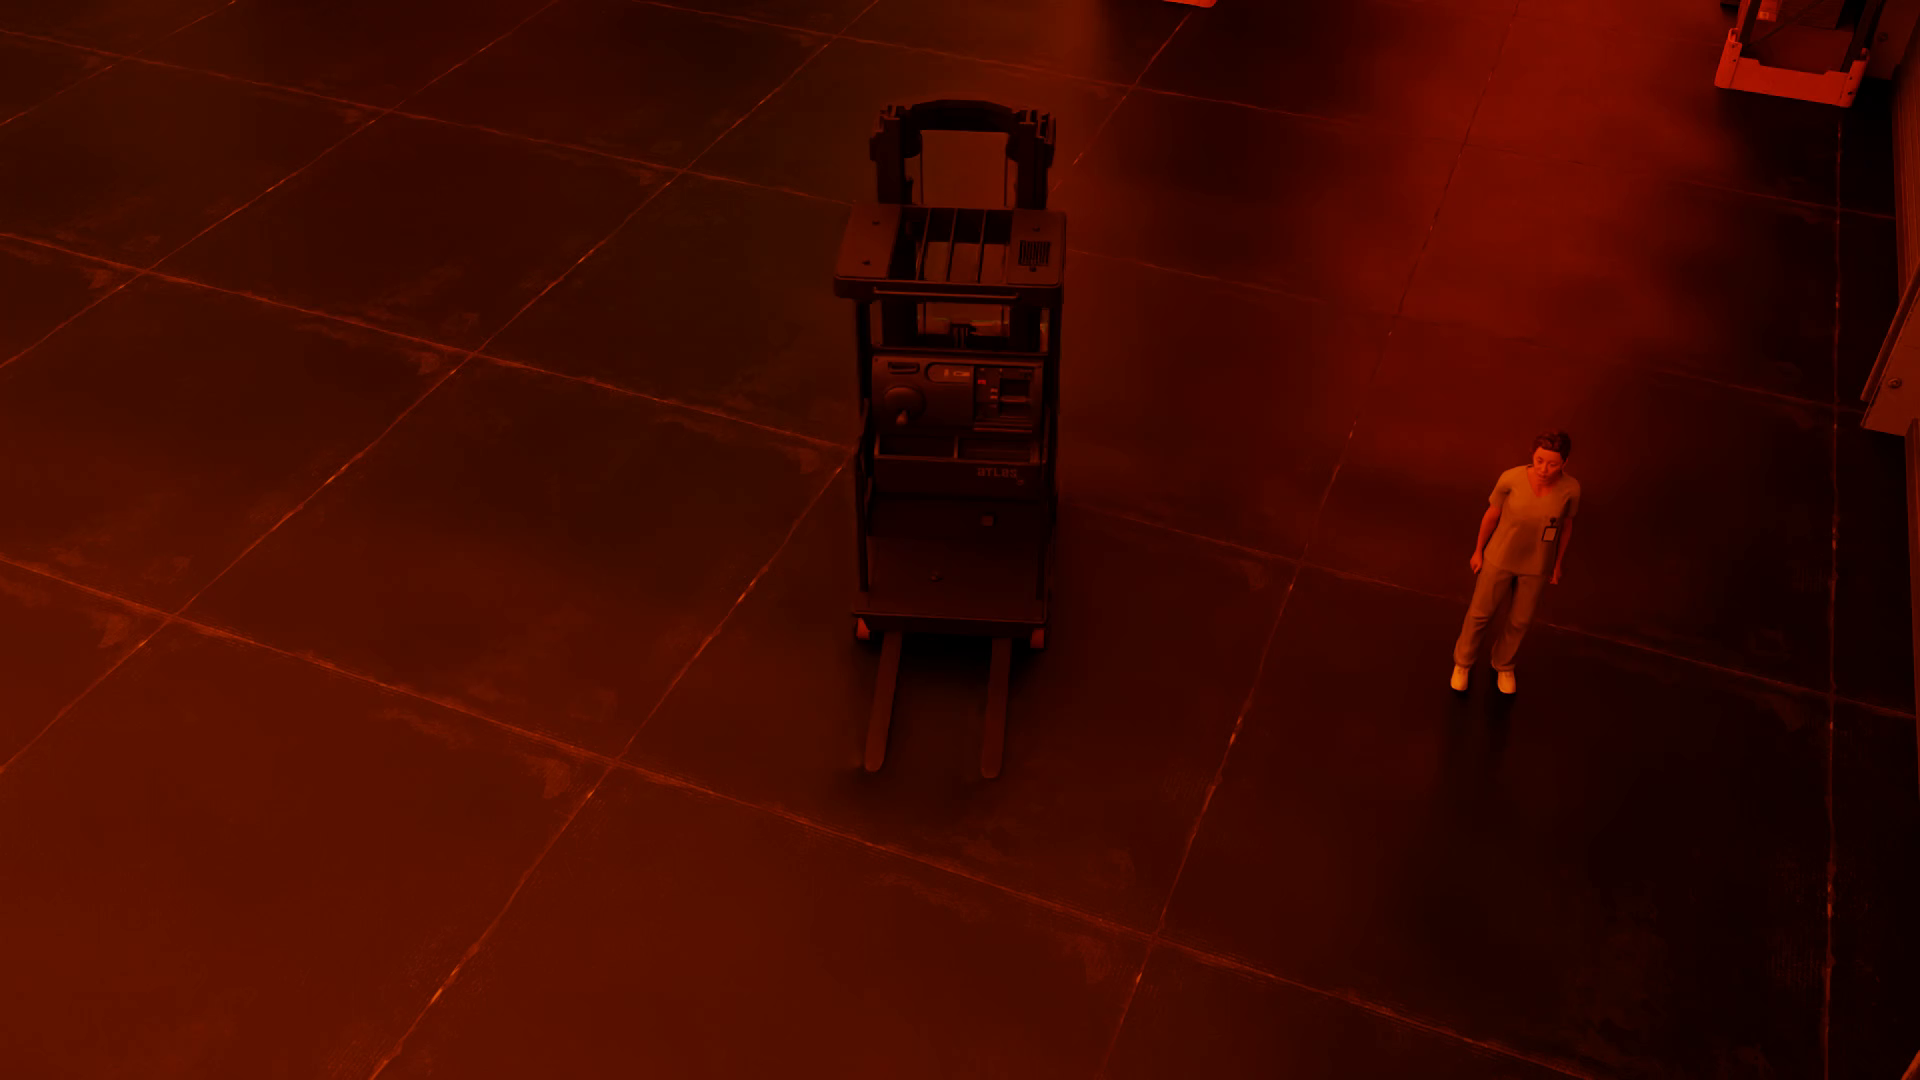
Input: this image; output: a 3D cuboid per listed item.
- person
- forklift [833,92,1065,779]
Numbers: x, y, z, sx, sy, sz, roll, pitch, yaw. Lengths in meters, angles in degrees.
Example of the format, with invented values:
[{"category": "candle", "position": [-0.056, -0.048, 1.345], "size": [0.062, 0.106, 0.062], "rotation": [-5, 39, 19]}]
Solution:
[{"category": "person", "position": [2.965, 0.119, 8.845], "size": [0.472, 1.674, 0.382], "rotation": [8, 41, 9]}, {"category": "forklift", "position": [-0.029, -0.722, 8.868], "size": [1.130, 2.935, 3.031], "rotation": [3, 40, 3]}]
